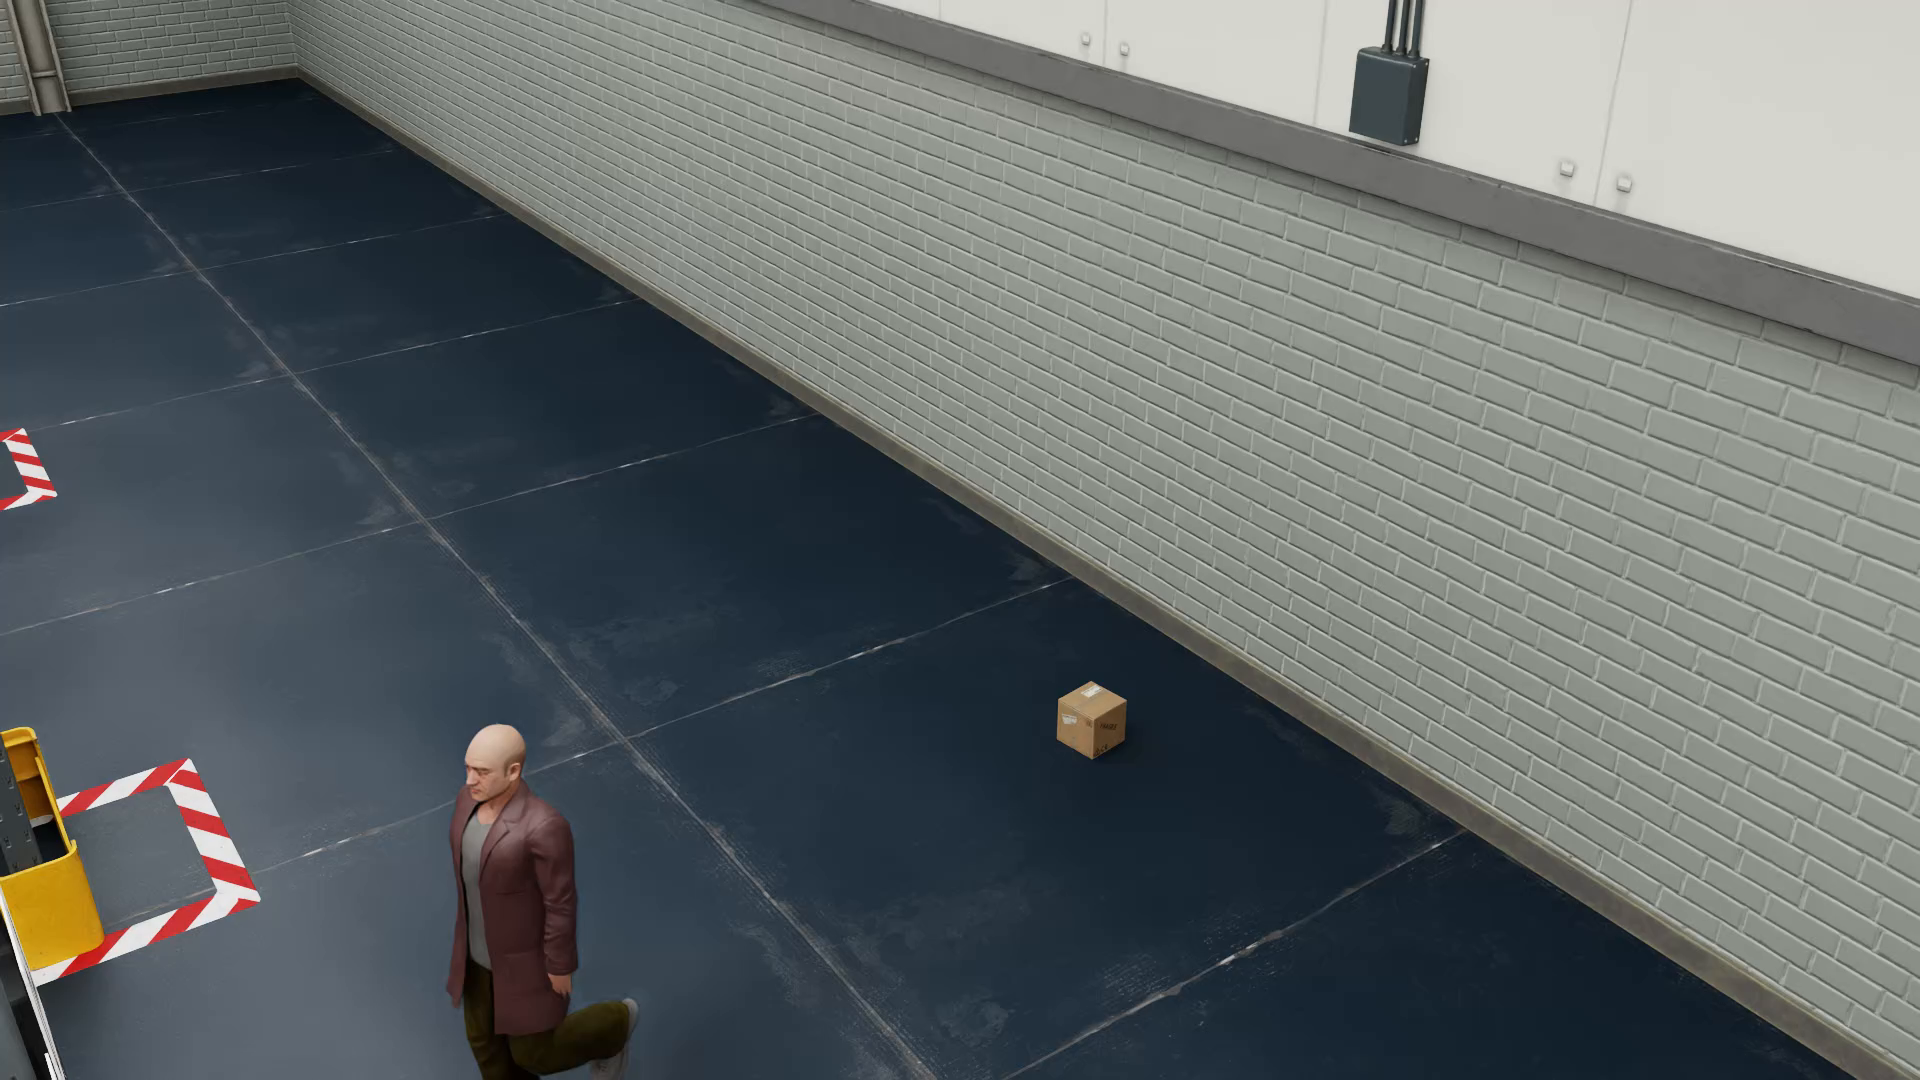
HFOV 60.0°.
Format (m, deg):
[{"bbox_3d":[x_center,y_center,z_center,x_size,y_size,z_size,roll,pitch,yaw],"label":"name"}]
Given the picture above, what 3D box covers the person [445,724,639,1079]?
[{"bbox_3d":[-1.553,1.419,5.958,0.571,1.762,0.740,19,34,32],"label":"person"}]
